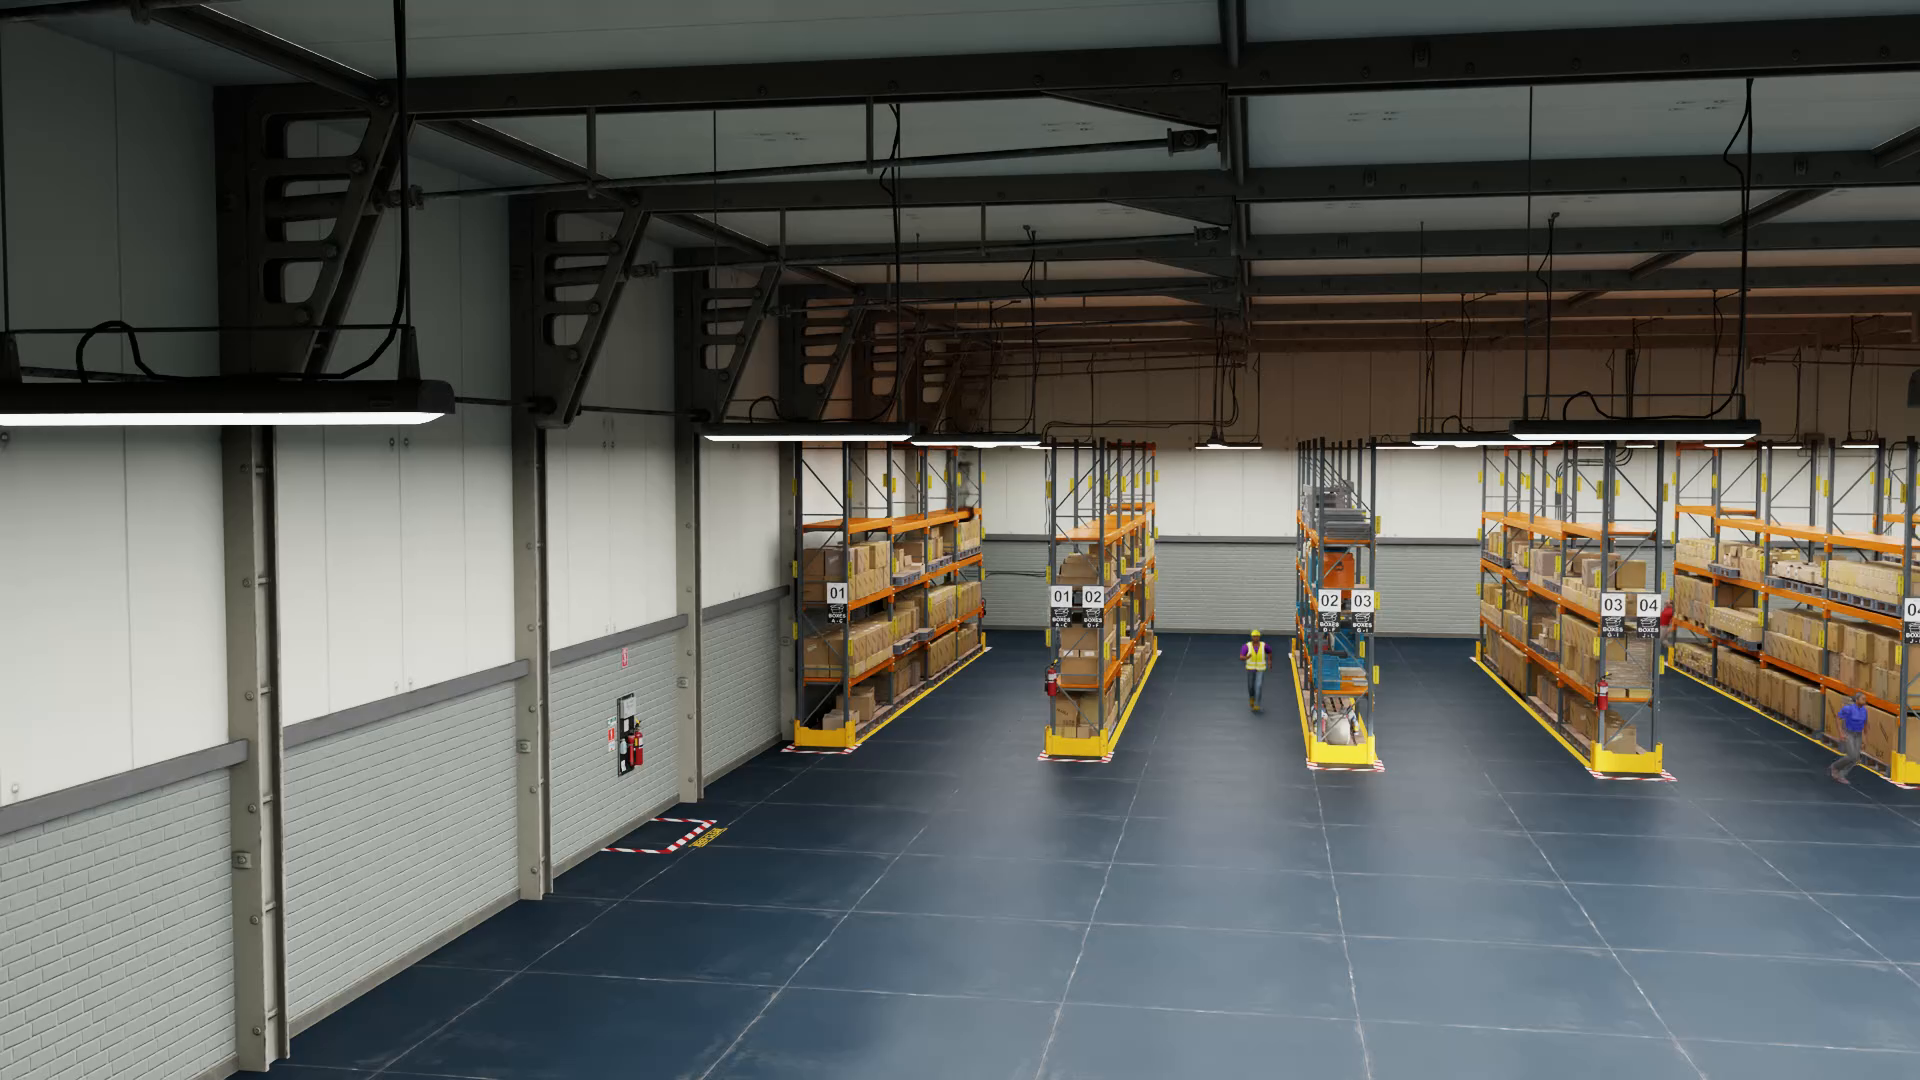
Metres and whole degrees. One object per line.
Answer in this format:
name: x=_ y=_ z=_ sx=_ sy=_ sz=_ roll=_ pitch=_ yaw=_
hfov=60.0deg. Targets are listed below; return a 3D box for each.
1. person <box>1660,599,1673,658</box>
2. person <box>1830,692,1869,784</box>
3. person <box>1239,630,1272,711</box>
person: x=19.233 y=2.461 z=45.579 sx=0.956 sy=1.644 sz=0.707 roll=1 pitch=3 yaw=11
person: x=15.422 y=3.413 z=28.726 sx=0.574 sy=1.594 sz=0.497 roll=-1 pitch=3 yaw=-12
person: x=6.513 y=2.854 z=36.662 sx=0.706 sy=1.741 sz=1.025 roll=1 pitch=3 yaw=11
